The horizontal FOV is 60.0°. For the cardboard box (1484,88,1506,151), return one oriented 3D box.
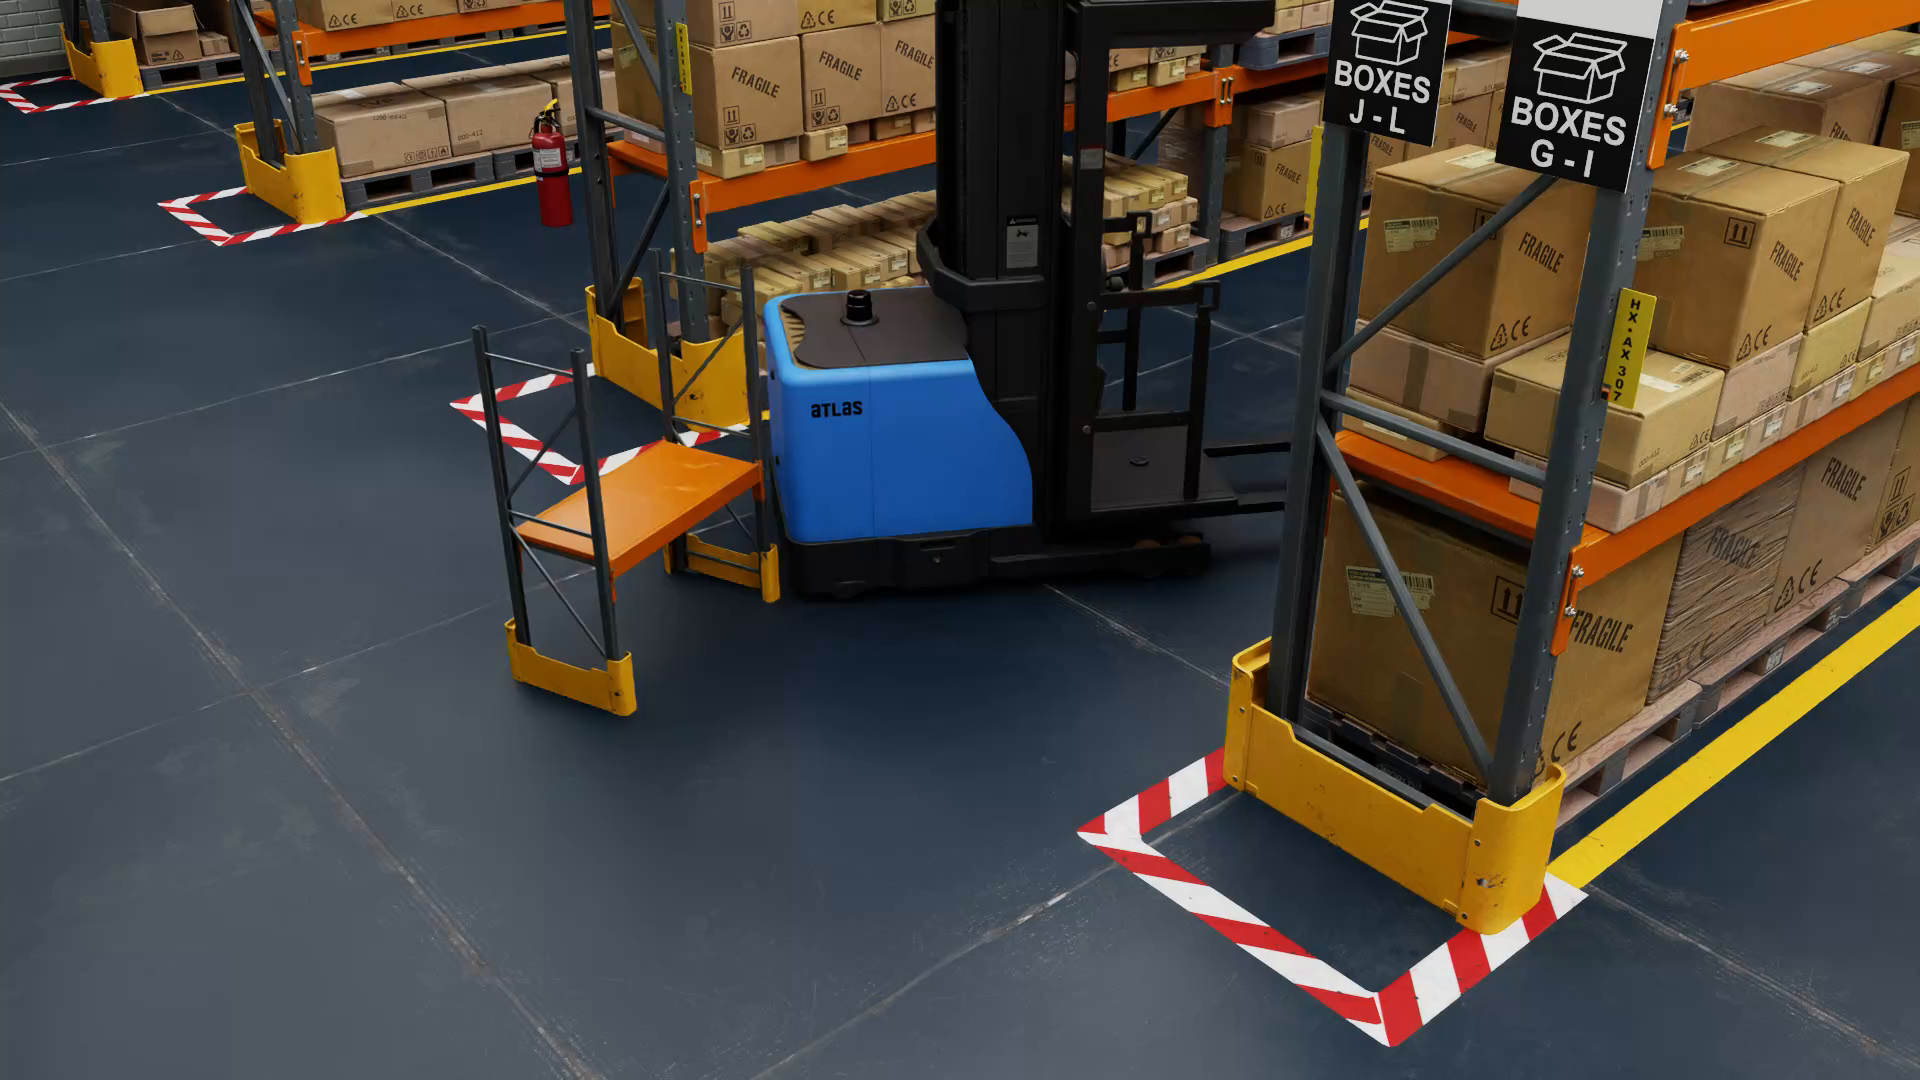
[{"bbox_3d":[4.080,-3.349,13.041,0.500,0.500,0.500,-22,35,-35],"label":"cardboard box"}]

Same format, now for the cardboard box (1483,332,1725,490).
[{"bbox_3d":[2.007,-0.420,5.197,0.500,0.250,0.500,-23,36,-36],"label":"cardboard box"}]

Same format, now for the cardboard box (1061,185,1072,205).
[{"bbox_3d":[0.665,-2.103,10.451,0.250,0.149,0.380,-21,34,-33],"label":"cardboard box"}]

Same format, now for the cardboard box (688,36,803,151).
[{"bbox_3d":[-1.154,-2.328,8.502,0.500,0.500,0.500,-20,34,-33],"label":"cardboard box"}]

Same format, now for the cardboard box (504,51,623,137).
[{"bbox_3d":[-3.150,-3.709,13.781,0.875,0.438,0.875,-23,36,-36],"label":"cardboard box"}]

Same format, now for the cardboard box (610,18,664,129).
[{"bbox_3d":[-1.501,-2.519,8.860,0.500,0.500,0.500,-21,35,-34],"label":"cardboard box"}]

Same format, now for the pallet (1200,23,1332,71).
[{"bbox_3d":[2.044,-3.435,11.198,1.213,0.211,1.003,-22,35,-35],"label":"pallet"}]

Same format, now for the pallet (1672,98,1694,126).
[{"bbox_3d":[5.987,-3.917,14.856,1.213,0.211,1.003,-22,35,-35],"label":"pallet"}]

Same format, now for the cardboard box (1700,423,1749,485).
[{"bbox_3d":[2.340,-0.342,5.474,0.250,0.149,0.380,-23,36,-36],"label":"cardboard box"}]

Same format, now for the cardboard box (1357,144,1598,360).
[{"bbox_3d":[1.667,-0.944,5.382,0.500,0.500,0.500,-21,35,-34],"label":"cardboard box"}]

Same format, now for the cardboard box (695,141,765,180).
[{"bbox_3d":[-1.216,-1.985,8.548,0.250,0.149,0.380,-22,35,-35],"label":"cardboard box"}]

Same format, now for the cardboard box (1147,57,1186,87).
[{"bbox_3d":[1.177,-2.938,10.331,0.250,0.149,0.380,-23,36,-36],"label":"cardboard box"}]

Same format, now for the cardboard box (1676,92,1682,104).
[{"bbox_3d":[5.595,-4.177,14.325,0.750,0.750,1.050,-21,35,-34],"label":"cardboard box"}]

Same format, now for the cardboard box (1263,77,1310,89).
[{"bbox_3d":[2.170,-3.222,12.008,0.500,0.250,0.500,-20,34,-33],"label":"cardboard box"}]

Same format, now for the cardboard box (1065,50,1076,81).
[{"bbox_3d":[0.408,-2.954,9.673,0.500,0.500,0.500,-22,35,-35],"label":"cardboard box"}]

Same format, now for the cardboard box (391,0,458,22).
[{"bbox_3d":[-4.047,-4.111,12.154,0.500,0.500,0.500,-22,35,-36],"label":"cardboard box"}]

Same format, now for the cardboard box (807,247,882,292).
[{"bbox_3d":[-0.650,-1.502,9.325,0.250,0.149,0.380,-22,35,-35],"label":"cardboard box"}]

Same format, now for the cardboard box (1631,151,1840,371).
[{"bbox_3d":[2.388,-0.904,5.306,0.500,0.500,0.500,-23,36,-36],"label":"cardboard box"}]

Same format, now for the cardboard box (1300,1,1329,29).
[{"bbox_3d":[2.173,-3.455,10.853,0.250,0.149,0.380,-21,35,-34],"label":"cardboard box"}]

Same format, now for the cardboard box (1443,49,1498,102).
[{"bbox_3d":[3.683,-3.513,12.553,0.500,0.250,0.500,-21,35,-34],"label":"cardboard box"}]

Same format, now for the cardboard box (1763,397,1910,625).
[{"bbox_3d":[3.271,-0.328,6.990,0.875,0.875,0.875,-22,35,-35],"label":"cardboard box"}]

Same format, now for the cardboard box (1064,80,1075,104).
[{"bbox_3d":[0.536,-2.714,9.912,0.250,0.149,0.380,-24,36,-37],"label":"cardboard box"}]

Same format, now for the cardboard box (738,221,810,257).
[{"bbox_3d":[-1.094,-1.738,9.768,0.250,0.149,0.380,-23,36,-36],"label":"cardboard box"}]

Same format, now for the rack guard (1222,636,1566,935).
[{"bbox_3d":[1.449,0.805,5.713,0.348,0.500,1.175,-22,35,-35],"label":"rack guard"}]

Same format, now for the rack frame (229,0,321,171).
[{"bbox_3d":[-4.965,-3.858,11.787,0.127,3.000,1.000,-22,35,-35],"label":"rack frame"}]

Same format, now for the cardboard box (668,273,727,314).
[{"bbox_3d":[-1.459,-1.437,9.520,0.250,0.149,0.380,-23,36,-36],"label":"cardboard box"}]

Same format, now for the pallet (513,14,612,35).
[{"bbox_3d":[-4.552,-5.893,18.553,1.213,0.211,1.003,-22,35,-35],"label":"pallet"}]

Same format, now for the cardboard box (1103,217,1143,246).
[{"bbox_3d":[0.944,-2.011,10.594,0.250,0.149,0.380,-23,36,-37],"label":"cardboard box"}]

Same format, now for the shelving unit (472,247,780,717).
[{"bbox_3d":[-1.297,-0.260,6.646,0.587,1.500,1.083,14,31,25],"label":"shelving unit"}]

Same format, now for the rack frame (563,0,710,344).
[{"bbox_3d":[-1.675,-2.114,8.524,0.127,3.000,1.000,-22,35,-35],"label":"rack frame"}]

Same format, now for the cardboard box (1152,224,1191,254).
[{"bbox_3d":[1.290,-2.024,10.933,0.250,0.149,0.380,-21,35,-34],"label":"cardboard box"}]

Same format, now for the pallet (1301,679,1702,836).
[{"bbox_3d":[2.025,0.652,6.305,1.213,0.211,1.003,-22,35,-35],"label":"pallet"}]

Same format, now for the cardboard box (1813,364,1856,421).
[{"bbox_3d":[2.928,-0.579,5.917,0.250,0.149,0.380,-22,35,-35],"label":"cardboard box"}]

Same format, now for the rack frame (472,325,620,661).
[{"bbox_3d":[-1.537,-0.054,6.260,0.500,1.500,0.032,14,31,25],"label":"rack frame"}]

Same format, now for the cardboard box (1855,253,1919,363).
[{"bbox_3d":[3.177,-0.895,6.086,0.500,0.250,0.500,-23,36,-36],"label":"cardboard box"}]

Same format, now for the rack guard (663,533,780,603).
[{"bbox_3d":[-1.057,0.085,7.325,0.587,0.250,0.087,14,31,25],"label":"rack guard"}]

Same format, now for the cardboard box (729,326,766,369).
[{"bbox_3d":[-1.069,-1.088,9.182,0.250,0.149,0.380,-21,35,-34],"label":"cardboard box"}]

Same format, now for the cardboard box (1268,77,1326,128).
[{"bbox_3d":[2.505,-3.046,11.679,0.500,0.250,0.500,-21,34,-34],"label":"cardboard box"}]

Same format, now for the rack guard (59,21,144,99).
[{"bbox_3d":[-8.132,-4.558,15.748,0.348,0.500,1.175,-22,35,-35],"label":"rack guard"}]

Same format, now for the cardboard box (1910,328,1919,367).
[{"bbox_3d":[3.513,-0.814,6.357,0.250,0.149,0.380,-23,35,-36],"label":"cardboard box"}]

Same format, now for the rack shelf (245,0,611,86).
[{"bbox_3d":[-3.444,-4.153,13.101,4.000,0.370,1.077,-22,35,-35],"label":"rack shelf"}]

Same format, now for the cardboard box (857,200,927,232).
[{"bbox_3d":[-0.415,-1.938,10.142,0.250,0.149,0.380,-23,36,-36],"label":"cardboard box"}]

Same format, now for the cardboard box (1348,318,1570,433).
[{"bbox_3d":[1.663,-0.613,5.559,0.500,0.250,0.500,-23,35,-36],"label":"cardboard box"}]

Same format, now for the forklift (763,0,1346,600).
[{"bbox_3d":[0.663,-1.366,7.196,3.031,2.935,1.130,-5,29,-9],"label":"forklift"}]

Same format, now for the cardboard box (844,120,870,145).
[{"bbox_3d":[-0.702,-2.269,9.080,0.250,0.149,0.380,-20,34,-33],"label":"cardboard box"}]

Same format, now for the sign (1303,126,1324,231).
[{"bbox_3d":[1.125,-1.119,5.181,0.005,0.325,0.100,-22,35,-35],"label":"sign"}]

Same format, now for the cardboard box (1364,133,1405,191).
[{"bbox_3d":[2.893,-2.879,12.161,0.500,0.500,0.500,-21,35,-34],"label":"cardboard box"}]

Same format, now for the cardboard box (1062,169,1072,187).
[{"bbox_3d":[0.563,-2.339,10.892,0.250,0.149,0.380,-22,35,-36],"label":"cardboard box"}]

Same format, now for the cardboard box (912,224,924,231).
[{"bbox_3d":[-0.068,-1.753,9.795,0.250,0.149,0.380,-21,35,-34],"label":"cardboard box"}]

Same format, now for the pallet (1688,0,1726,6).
[{"bbox_3d":[2.025,-1.819,4.883,1.213,0.211,1.003,-22,35,-35],"label":"pallet"}]

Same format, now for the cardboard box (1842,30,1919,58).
[{"bbox_3d":[3.980,-1.869,7.113,0.500,0.500,0.500,-22,35,-35],"label":"cardboard box"}]

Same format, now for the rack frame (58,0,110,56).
[{"bbox_3d":[-8.189,-5.637,15.115,0.127,3.000,1.000,-22,35,-35],"label":"rack frame"}]

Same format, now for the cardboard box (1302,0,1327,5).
[{"bbox_3d":[2.162,-3.579,10.770,0.250,0.149,0.380,-23,36,-36],"label":"cardboard box"}]

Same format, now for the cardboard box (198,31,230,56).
[{"bbox_3d":[-7.314,-4.834,16.192,0.250,0.149,0.380,-24,36,-37],"label":"cardboard box"}]

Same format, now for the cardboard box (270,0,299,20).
[{"bbox_3d":[-4.770,-4.145,12.217,0.500,0.500,0.500,-22,35,-35],"label":"cardboard box"}]

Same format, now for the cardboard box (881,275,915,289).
[{"bbox_3d":[-0.471,-1.451,9.547,0.250,0.149,0.380,-21,34,-33],"label":"cardboard box"}]

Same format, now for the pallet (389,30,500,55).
[{"bbox_3d":[-5.670,-5.421,17.670,1.213,0.211,1.003,-22,35,-35],"label":"pallet"}]

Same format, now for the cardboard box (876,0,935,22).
[{"bbox_3d":[-0.372,-3.080,8.849,0.500,0.500,0.500,-23,36,-36],"label":"cardboard box"}]

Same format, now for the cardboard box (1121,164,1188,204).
[{"bbox_3d":[1.266,-2.326,10.868,0.250,0.149,0.380,-21,34,-34],"label":"cardboard box"}]
